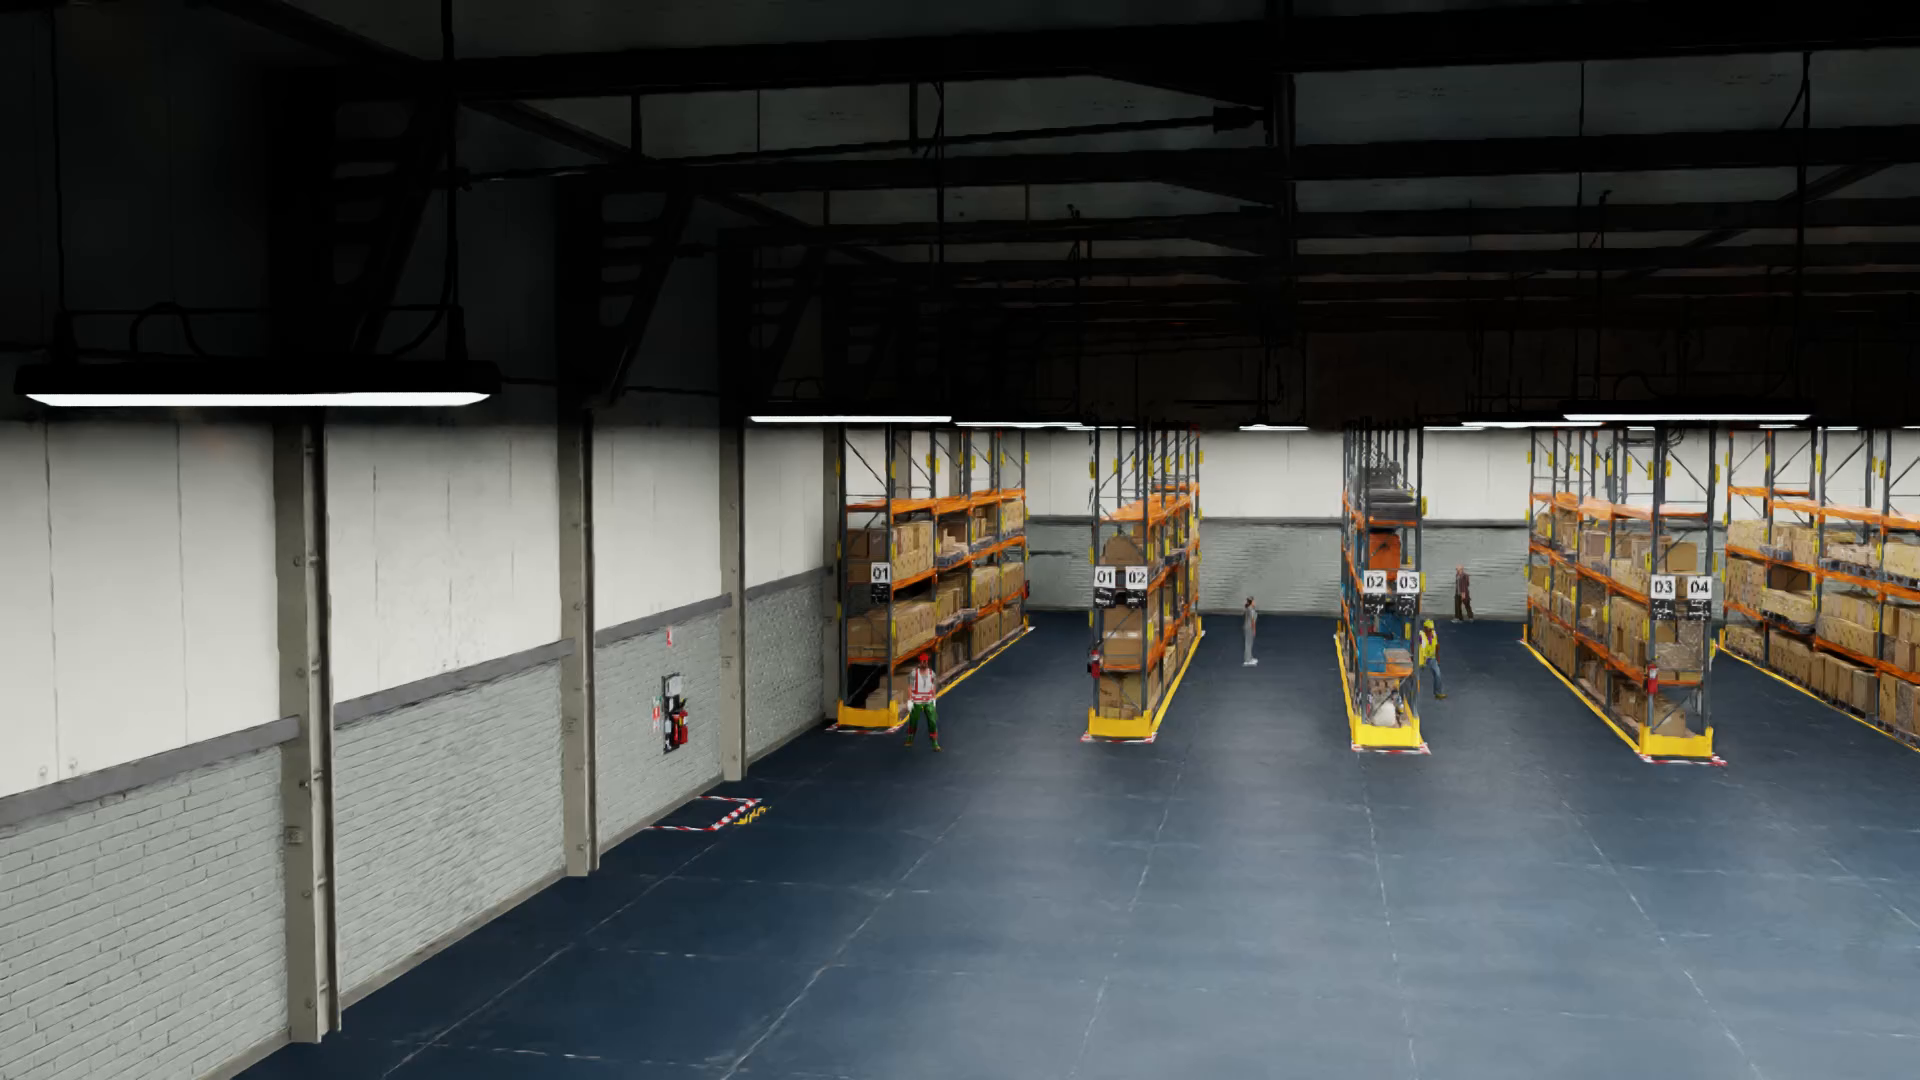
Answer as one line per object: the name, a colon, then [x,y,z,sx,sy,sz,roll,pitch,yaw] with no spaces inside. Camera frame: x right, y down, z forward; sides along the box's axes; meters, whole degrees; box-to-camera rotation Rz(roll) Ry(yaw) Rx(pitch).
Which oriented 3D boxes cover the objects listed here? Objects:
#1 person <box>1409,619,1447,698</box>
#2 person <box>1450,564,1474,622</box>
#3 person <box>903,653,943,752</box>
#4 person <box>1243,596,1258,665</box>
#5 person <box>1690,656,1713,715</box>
person: [10.046,2.541,35.864,0.708,1.703,0.843,0,4,-5]
person: [15.154,1.597,50.064,0.677,1.771,0.617,-2,4,-22]
person: [-0.686,2.905,29.910,0.586,1.760,0.946,-1,4,-14]
person: [7.176,2.213,40.931,0.457,1.675,0.532,-1,4,-12]
person: [15.062,2.689,33.793,0.452,1.667,0.527,-1,4,-17]
